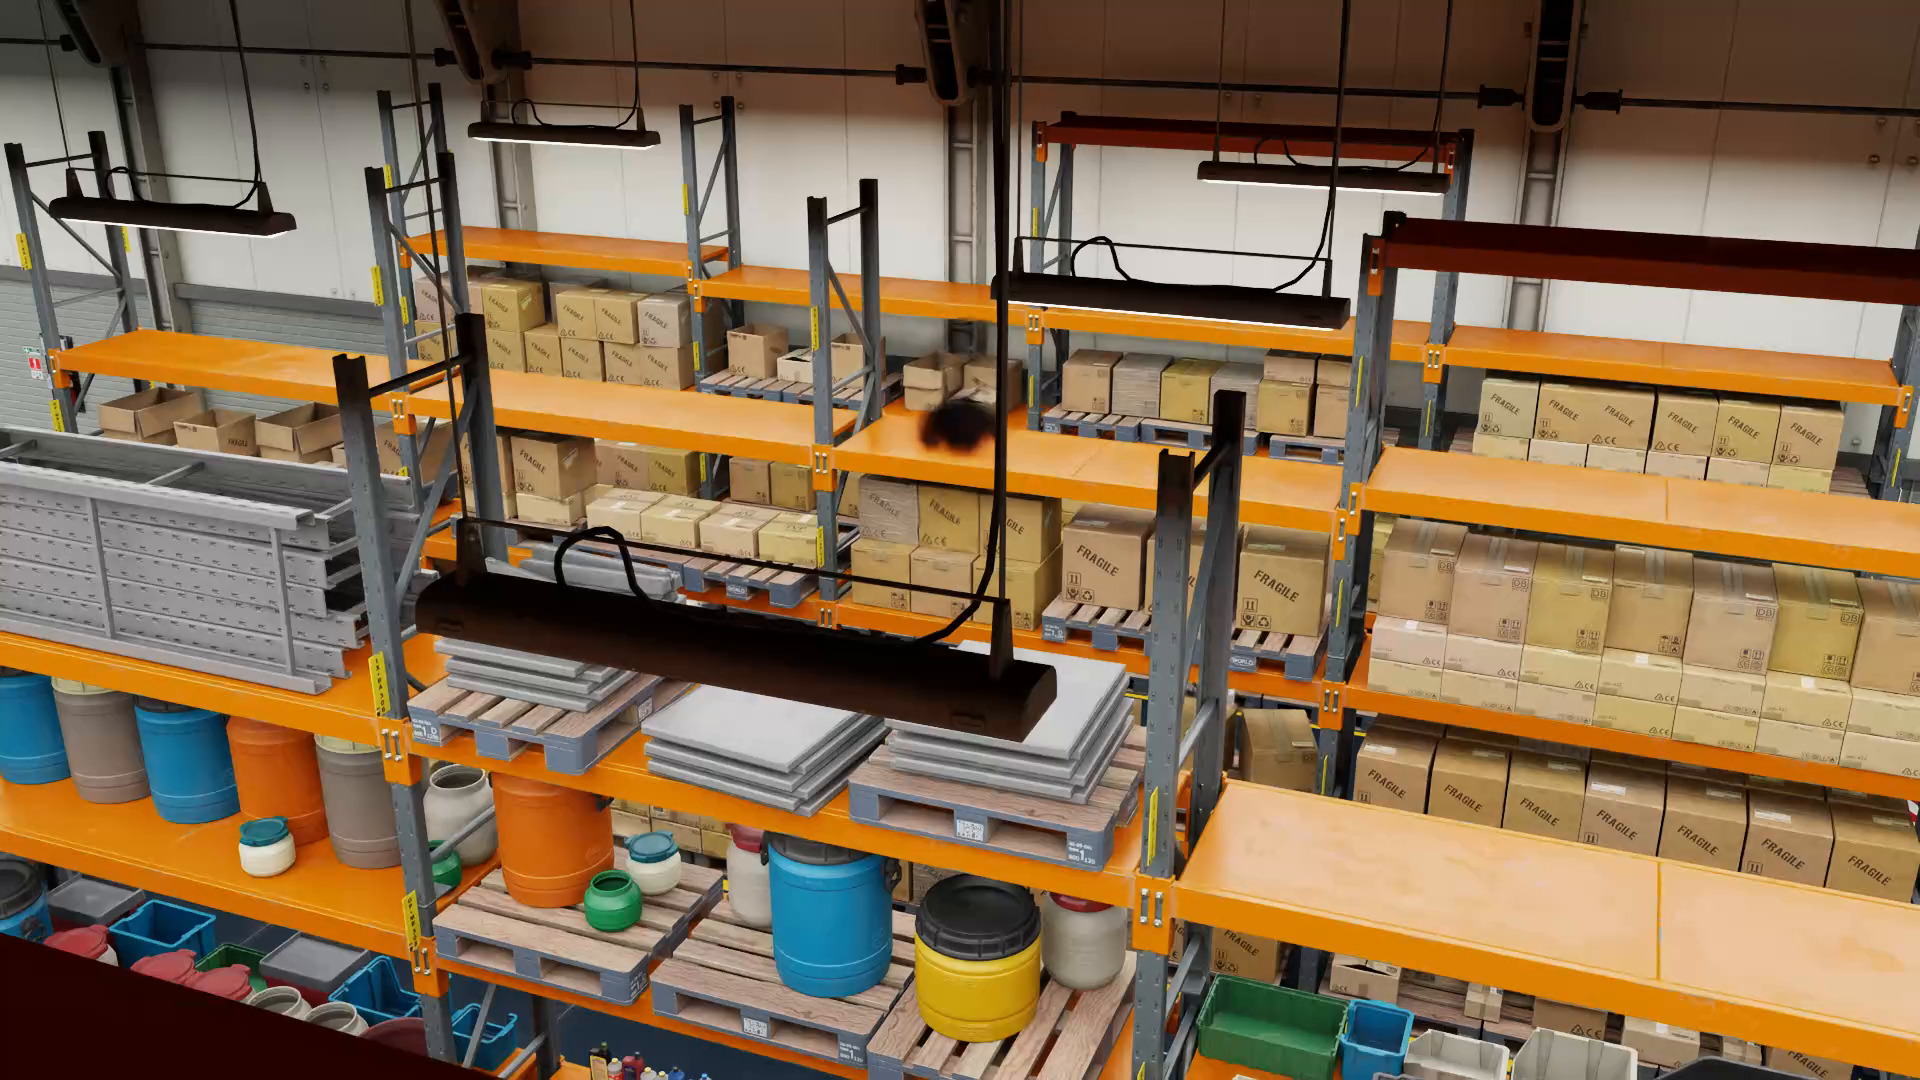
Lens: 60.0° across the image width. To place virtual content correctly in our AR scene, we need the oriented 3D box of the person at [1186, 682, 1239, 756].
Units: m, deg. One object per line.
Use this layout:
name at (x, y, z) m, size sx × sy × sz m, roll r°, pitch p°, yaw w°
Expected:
person at (2.367, 1.684, 15.711) m, size 0.919 × 1.634 × 0.610 m, roll 1°, pitch 21°, yaw 4°

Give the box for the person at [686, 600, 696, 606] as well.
person at (-2.667, 1.251, 16.720) m, size 0.649 × 1.732 × 0.707 m, roll 3°, pitch 21°, yaw 9°

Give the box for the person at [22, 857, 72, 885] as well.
person at (-7.464, 2.434, 13.635) m, size 0.625 × 1.695 × 0.713 m, roll -7°, pitch 22°, yaw -18°
